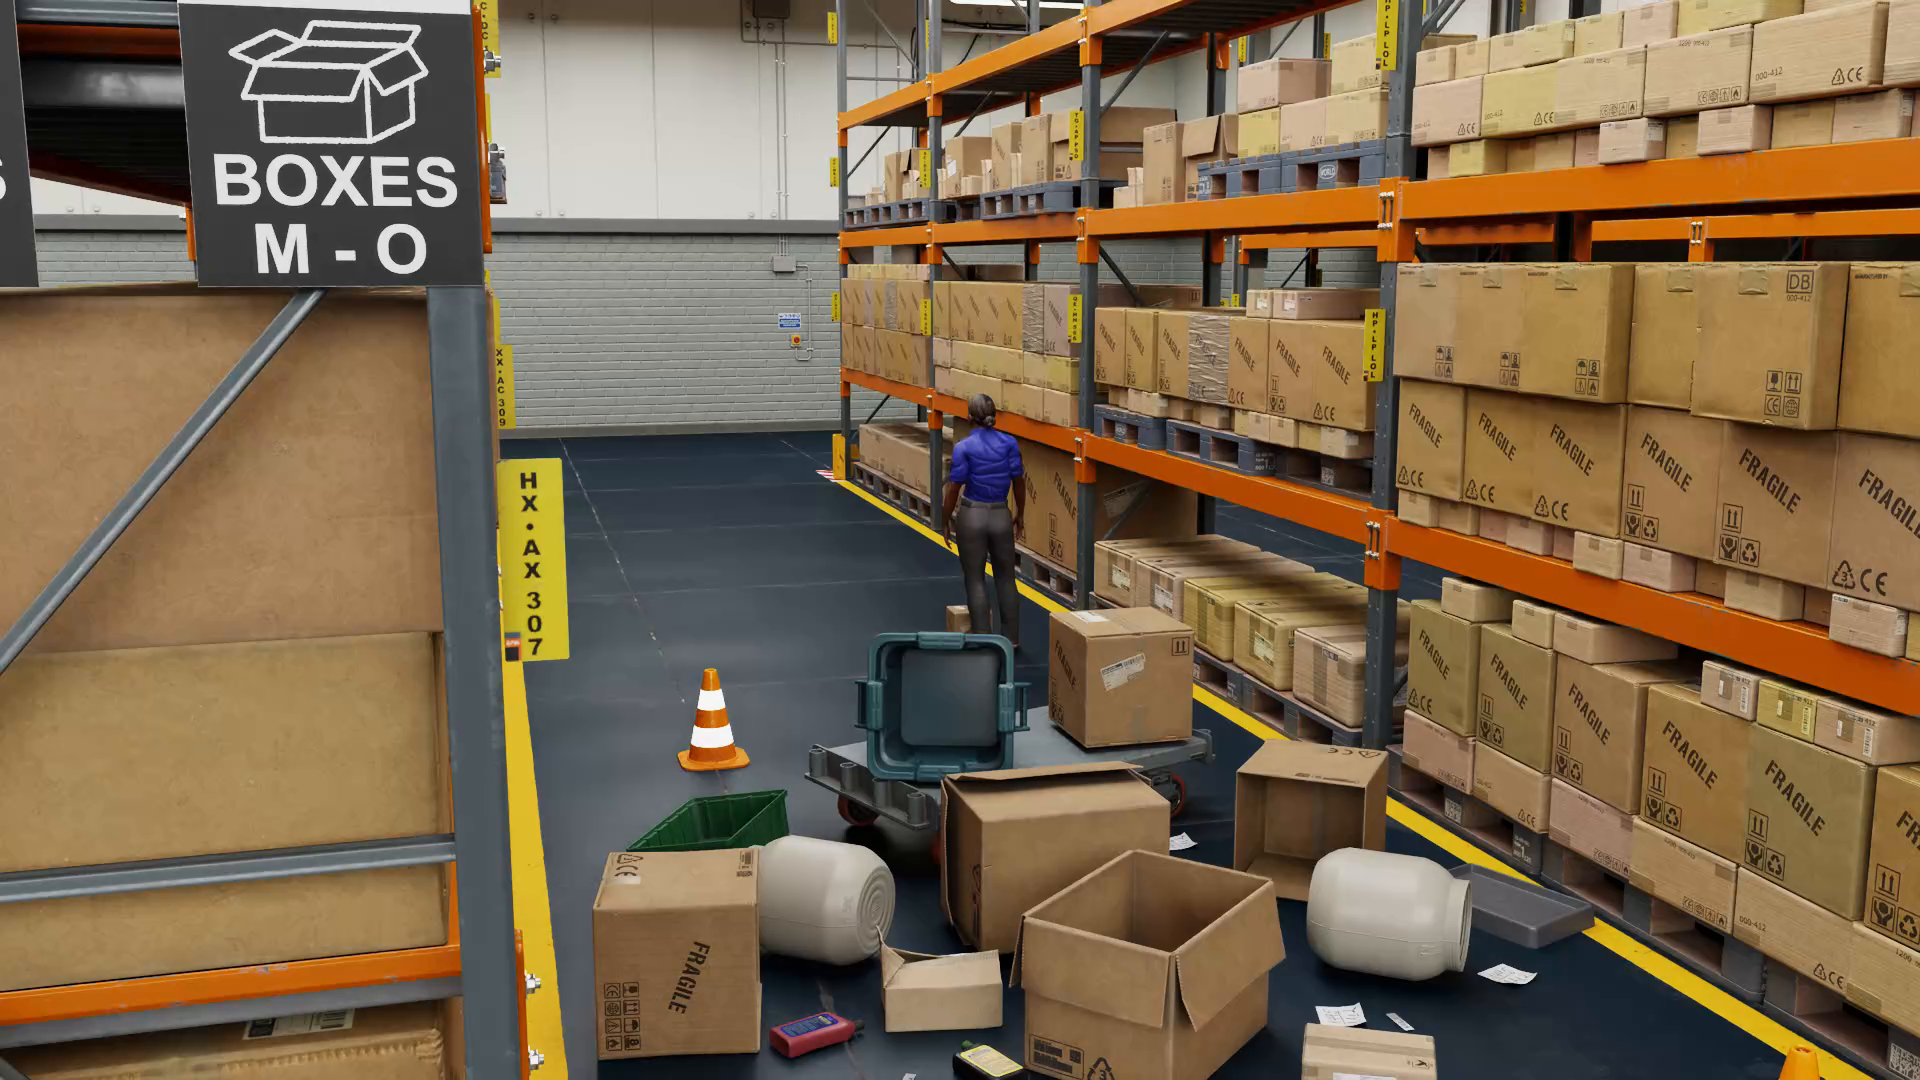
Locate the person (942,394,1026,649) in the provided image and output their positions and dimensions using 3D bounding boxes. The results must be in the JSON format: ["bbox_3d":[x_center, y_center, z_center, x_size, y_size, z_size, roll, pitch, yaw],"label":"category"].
[{"bbox_3d":[0.147,-0.104,10.468,0.568,1.655,0.503,-3,10,-16],"label":"person"}]
